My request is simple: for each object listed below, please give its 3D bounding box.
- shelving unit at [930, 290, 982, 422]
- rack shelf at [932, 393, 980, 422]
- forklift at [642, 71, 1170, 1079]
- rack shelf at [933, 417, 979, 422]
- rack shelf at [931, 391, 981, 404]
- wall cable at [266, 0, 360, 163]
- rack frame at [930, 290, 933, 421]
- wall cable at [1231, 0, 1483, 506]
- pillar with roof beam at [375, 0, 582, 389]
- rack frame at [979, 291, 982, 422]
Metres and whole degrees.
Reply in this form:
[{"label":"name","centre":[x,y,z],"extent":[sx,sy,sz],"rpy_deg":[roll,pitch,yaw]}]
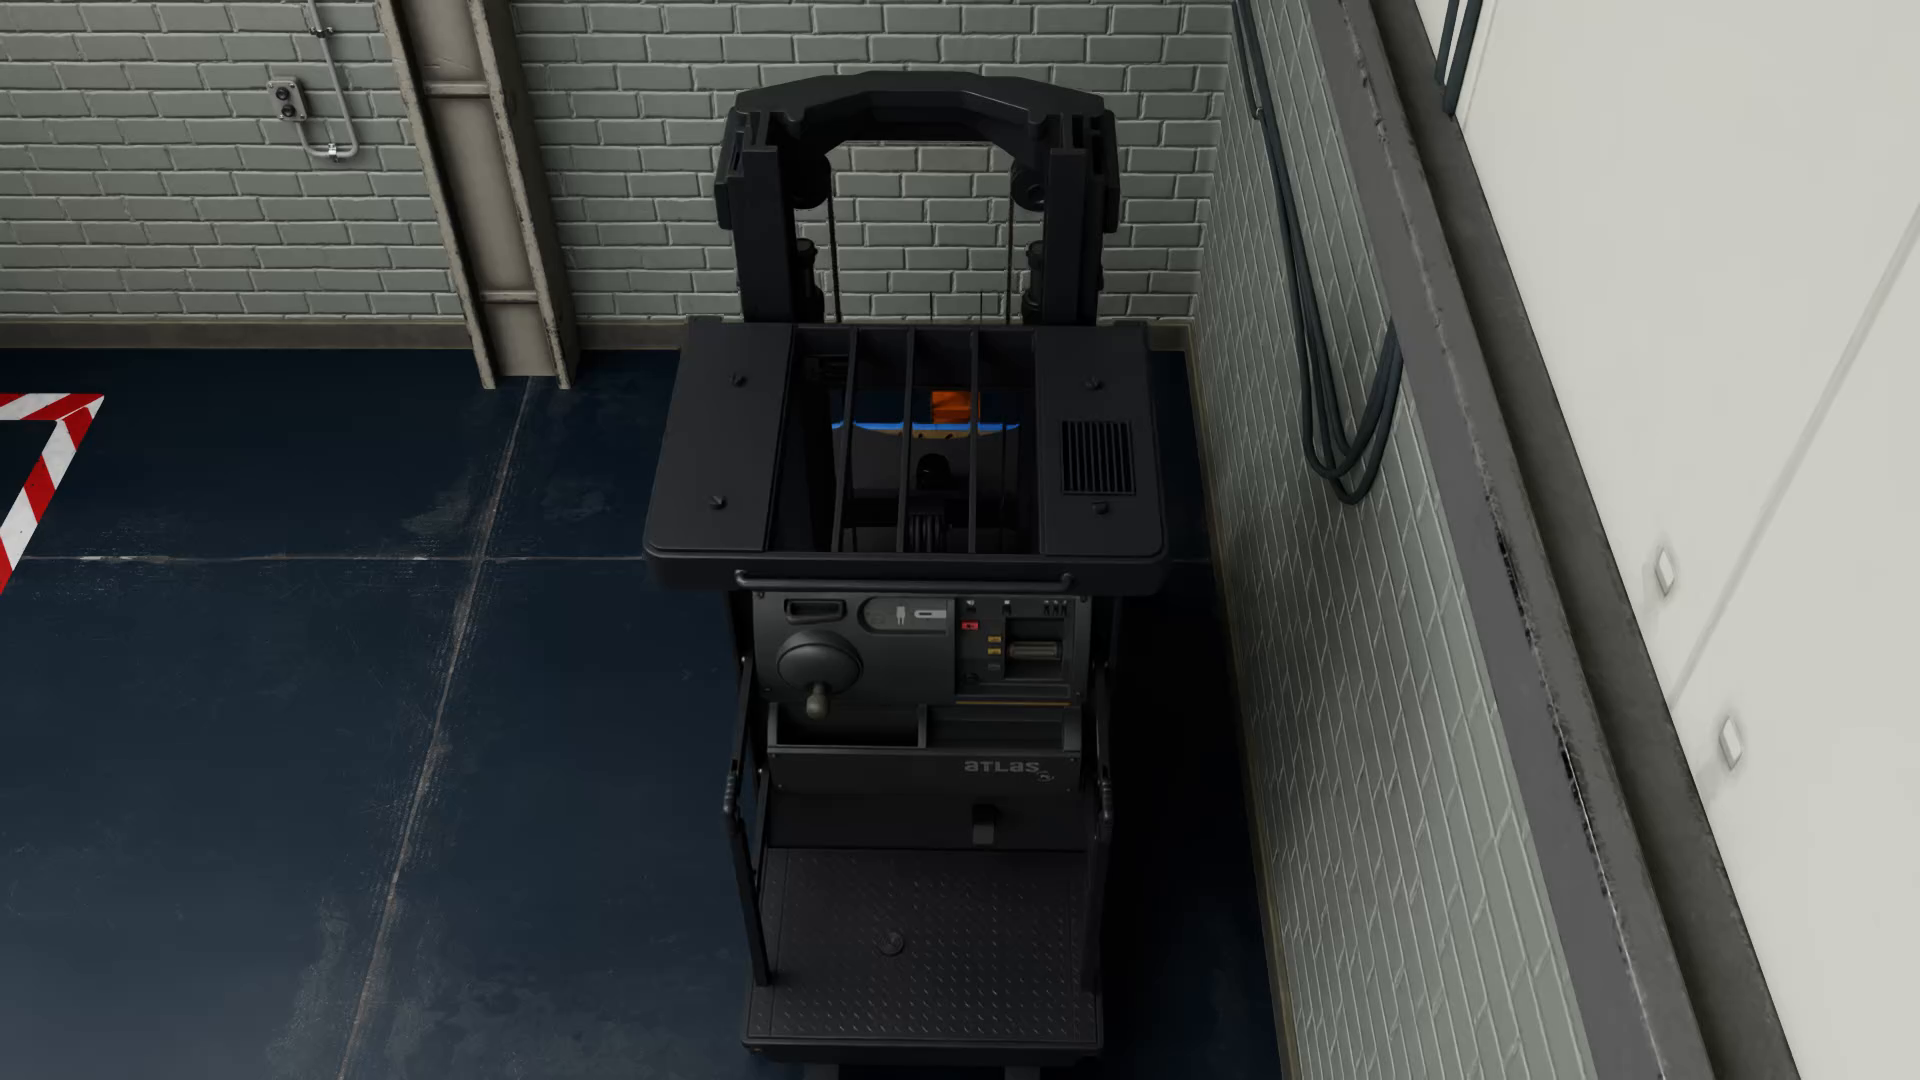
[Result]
[{"label":"shelving unit","centre":[-0.014,-0.409,6.392],"extent":[0.189,1.200,0.258],"rpy_deg":[0,47,0]},{"label":"rack shelf","centre":[-0.014,-0.542,6.248],"extent":[0.180,0.103,0.258],"rpy_deg":[0,47,0]},{"label":"forklift","centre":[-0.105,0.401,4.456],"extent":[1.130,2.935,3.031],"rpy_deg":[1,47,1]},{"label":"rack shelf","centre":[-0.014,-0.460,6.336],"extent":[0.180,0.103,0.258],"rpy_deg":[0,47,0]},{"label":"rack shelf","centre":[-0.014,-0.624,6.161],"extent":[0.180,0.103,0.258],"rpy_deg":[0,47,0]},{"label":"wall cable","centre":[-3.360,-2.222,6.156],"extent":[1.851,1.984,0.084],"rpy_deg":[0,47,0]},{"label":"rack frame","centre":[-0.106,-0.409,6.392],"extent":[0.006,1.200,0.240],"rpy_deg":[0,47,0]},{"label":"wall cable","centre":[1.011,-1.896,4.569],"extent":[0.112,2.526,3.097],"rpy_deg":[0,47,0]},{"label":"pillar with roof beam","centre":[-1.957,-0.706,1.340],"extent":[0.400,9.000,9.100],"rpy_deg":[0,47,0]},{"label":"rack frame","centre":[0.077,-0.409,6.391],"extent":[0.006,1.200,0.240],"rpy_deg":[0,47,0]}]
